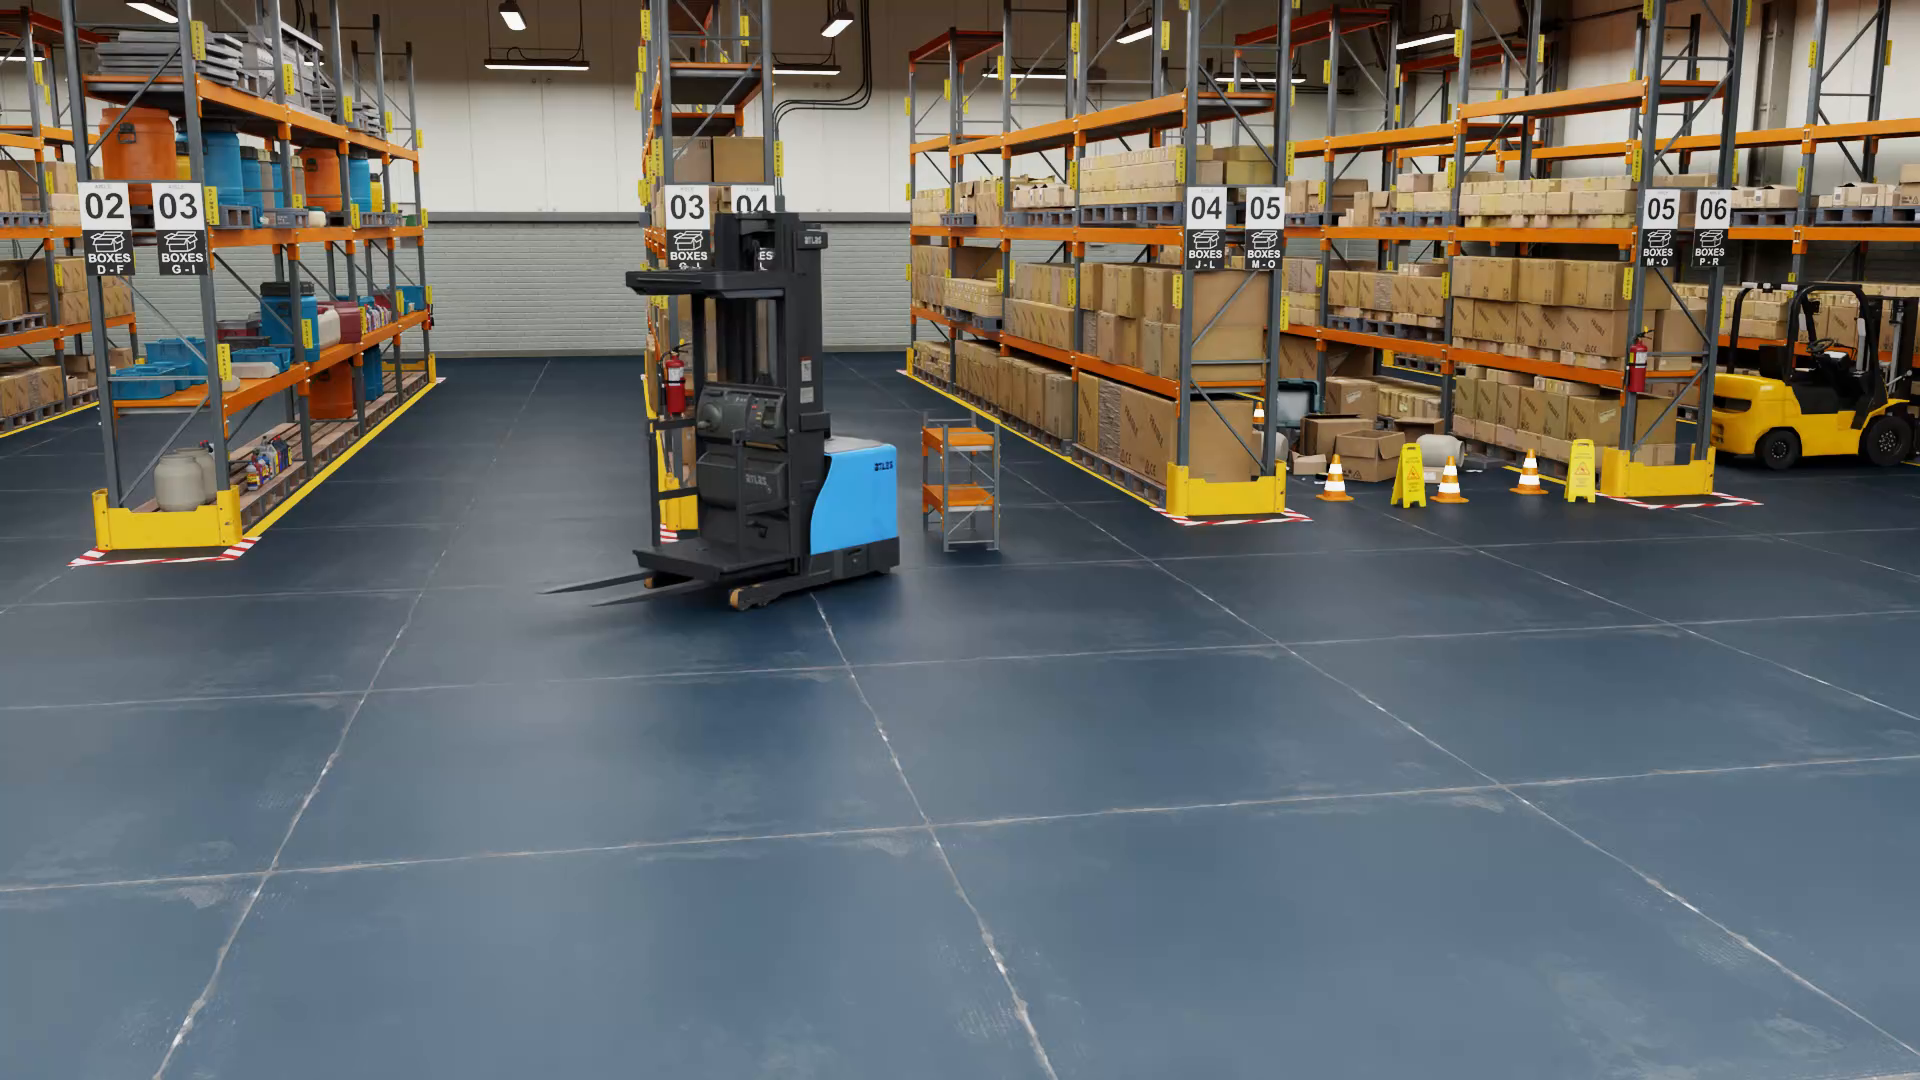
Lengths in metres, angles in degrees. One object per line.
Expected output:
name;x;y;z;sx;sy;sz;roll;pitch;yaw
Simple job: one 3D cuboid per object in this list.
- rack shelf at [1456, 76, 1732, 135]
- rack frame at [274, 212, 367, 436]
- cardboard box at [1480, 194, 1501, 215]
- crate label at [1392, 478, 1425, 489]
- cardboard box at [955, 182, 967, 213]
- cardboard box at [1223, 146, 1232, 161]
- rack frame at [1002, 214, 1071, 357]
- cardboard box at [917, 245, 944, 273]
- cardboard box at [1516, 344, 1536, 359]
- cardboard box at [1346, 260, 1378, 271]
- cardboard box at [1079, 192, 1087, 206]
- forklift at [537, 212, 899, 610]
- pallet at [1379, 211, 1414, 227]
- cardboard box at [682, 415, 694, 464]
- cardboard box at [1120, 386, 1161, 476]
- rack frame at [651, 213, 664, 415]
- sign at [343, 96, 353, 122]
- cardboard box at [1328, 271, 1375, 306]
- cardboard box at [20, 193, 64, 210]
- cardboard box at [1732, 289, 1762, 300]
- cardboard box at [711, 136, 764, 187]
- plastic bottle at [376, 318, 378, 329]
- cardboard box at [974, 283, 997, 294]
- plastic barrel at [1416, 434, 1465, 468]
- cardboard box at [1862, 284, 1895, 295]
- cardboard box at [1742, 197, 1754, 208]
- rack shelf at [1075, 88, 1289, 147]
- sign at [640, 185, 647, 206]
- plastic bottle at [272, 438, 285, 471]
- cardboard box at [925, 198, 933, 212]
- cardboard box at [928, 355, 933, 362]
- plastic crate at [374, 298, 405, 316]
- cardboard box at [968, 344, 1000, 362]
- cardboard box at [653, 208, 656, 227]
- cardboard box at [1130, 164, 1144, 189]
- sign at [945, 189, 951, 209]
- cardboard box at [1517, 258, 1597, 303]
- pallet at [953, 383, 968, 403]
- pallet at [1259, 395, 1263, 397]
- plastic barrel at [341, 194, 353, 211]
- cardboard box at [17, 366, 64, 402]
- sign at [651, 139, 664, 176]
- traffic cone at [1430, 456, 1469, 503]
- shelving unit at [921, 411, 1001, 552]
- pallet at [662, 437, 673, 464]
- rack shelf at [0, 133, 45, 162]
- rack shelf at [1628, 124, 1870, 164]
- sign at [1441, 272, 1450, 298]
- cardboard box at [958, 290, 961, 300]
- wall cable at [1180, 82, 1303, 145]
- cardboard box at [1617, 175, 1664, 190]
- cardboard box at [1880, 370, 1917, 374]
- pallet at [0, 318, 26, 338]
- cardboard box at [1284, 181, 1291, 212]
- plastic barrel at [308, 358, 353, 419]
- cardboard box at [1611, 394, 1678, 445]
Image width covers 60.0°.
rack shelf;7.115;-4.921;18.973;1.077;0.370;4.000;-2;11;-11
rack frame;-8.631;-2.889;22.408;1.000;3.000;0.127;-2;11;-11
cardboard box;6.652;-4.057;20.128;0.500;0.250;0.500;-2;11;-11
crate label;4.918;-0.627;18.181;0.250;0.136;0.298;-9;14;-40
cardboard box;0.300;-5.620;27.344;0.700;0.500;0.500;-2;11;-11
cardboard box;2.867;-3.880;16.740;0.380;0.149;0.250;-2;11;-11
rack frame;1.112;-3.231;24.205;1.000;3.000;0.127;-2;11;-11
cardboard box;-0.513;-5.201;30.815;0.500;0.500;0.500;-2;11;-9
cardboard box;6.789;-2.223;19.580;0.380;0.149;0.250;-2;11;-11
cardboard box;6.092;-4.070;25.667;0.500;0.500;0.500;-2;11;-13
cardboard box;1.627;-4.024;19.629;0.380;0.149;0.250;-2;11;-12
forklift;-1.840;-1.017;12.756;1.130;2.935;3.031;9;14;39
pallet;6.505;-4.385;22.745;1.213;0.211;1.003;-2;11;-11
cardboard box;-2.838;-1.135;18.751;0.500;0.500;0.500;1;11;7
cardboard box;2.298;-1.210;18.144;0.875;0.875;0.875;-2;11;-12
rack frame;-3.773;-3.069;23.354;1.000;3.000;0.127;-2;11;-11
sign;-8.093;-5.699;21.989;0.100;0.325;0.005;-2;11;-11
cardboard box;5.808;-3.740;24.694;0.500;0.500;0.500;-2;11;-13
cardboard box;-14.120;-5.187;25.523;0.500;0.250;0.500;-2;11;-11
cardboard box;11.065;-3.437;23.281;0.380;0.149;0.250;-2;11;-13
cardboard box;-2.241;-3.799;16.763;0.500;0.500;0.500;-2;11;-11
plastic bottle;-8.771;-3.260;24.889;0.097;0.201;0.097;0;11;0
cardboard box;0.414;-3.823;25.269;0.380;0.149;0.250;-2;11;-9
plastic barrel;5.617;-1.021;19.481;0.512;0.421;0.421;6;12;28
cardboard box;11.589;-3.133;20.892;0.380;0.149;0.250;-2;11;-12
cardboard box;11.082;-4.674;23.041;0.380;0.149;0.250;-2;11;-11
rack shelf;2.279;-4.528;17.967;1.077;0.370;4.000;-2;11;-11
sign;-5.095;-5.549;26.765;0.100;0.325;0.005;-2;11;-11
plastic bottle;-7.408;-0.928;18.010;0.144;0.351;0.185;-3;11;-14
cardboard box;-0.325;-5.973;29.649;0.500;0.250;0.500;-3;11;-13
cardboard box;-0.373;-3.355;30.560;0.380;0.149;0.250;-3;11;-14
plastic crate;-9.526;-3.881;27.775;0.437;0.282;0.530;-2;11;-11
cardboard box;0.419;-2.975;26.416;0.500;0.250;0.500;-2;11;-9
cardboard box;-3.722;-4.186;21.598;0.500;0.250;0.500;-2;11;-10
cardboard box;2.105;-3.829;17.537;0.500;0.250;0.500;-2;11;-11
sign;-0.197;-5.671;27.619;0.100;0.325;0.005;-2;11;-11
cardboard box;6.938;-3.014;19.327;0.700;0.500;0.500;-2;11;-11
pallet;0.487;-2.452;27.570;1.003;0.211;1.213;-2;11;-11
pallet;5.635;-2.431;27.456;1.003;0.211;1.213;-2;11;-11
plastic barrel;-8.612;-4.696;23.168;0.294;0.245;0.294;0;11;0
cardboard box;-13.892;-2.352;25.092;0.500;0.500;0.500;-2;11;-11
sign;-2.765;-3.494;15.196;0.100;0.325;0.005;-2;11;-11
traffic cone;5.132;-0.646;17.404;0.336;0.463;0.334;-2;11;-11
shelving unit;-0.001;-0.554;15.151;0.538;1.125;1.048;-2;11;-11
pallet;-3.148;-1.109;20.511;1.003;0.211;1.213;-2;11;-11
rack shelf;-13.880;-5.474;22.936;1.077;0.370;4.000;-2;11;-11
rack shelf;11.205;-5.641;23.816;1.077;0.370;4.000;-2;11;-11
sign;6.182;-3.244;21.176;0.100;0.325;0.005;-2;11;-11
cardboard box;0.168;-3.913;26.540;0.380;0.149;0.250;-2;11;-9
wall cable;6.487;-9.017;38.457;2.988;3.039;0.133;-2;11;-11
cardboard box;7.148;-3.756;17.477;0.380;0.149;0.250;-2;11;-10
cardboard box;11.993;-2.049;21.547;0.500;0.250;0.500;-2;11;-12
pallet;-13.874;-2.972;23.356;1.003;0.211;1.213;-2;11;-11
cardboard box;5.321;-5.472;26.562;0.500;0.500;0.500;-2;11;-10
plastic barrel;-8.743;-2.119;23.040;0.600;0.830;0.708;-2;11;-11
cardboard box;7.613;-1.349;18.540;0.500;0.500;0.500;-3;11;-13
